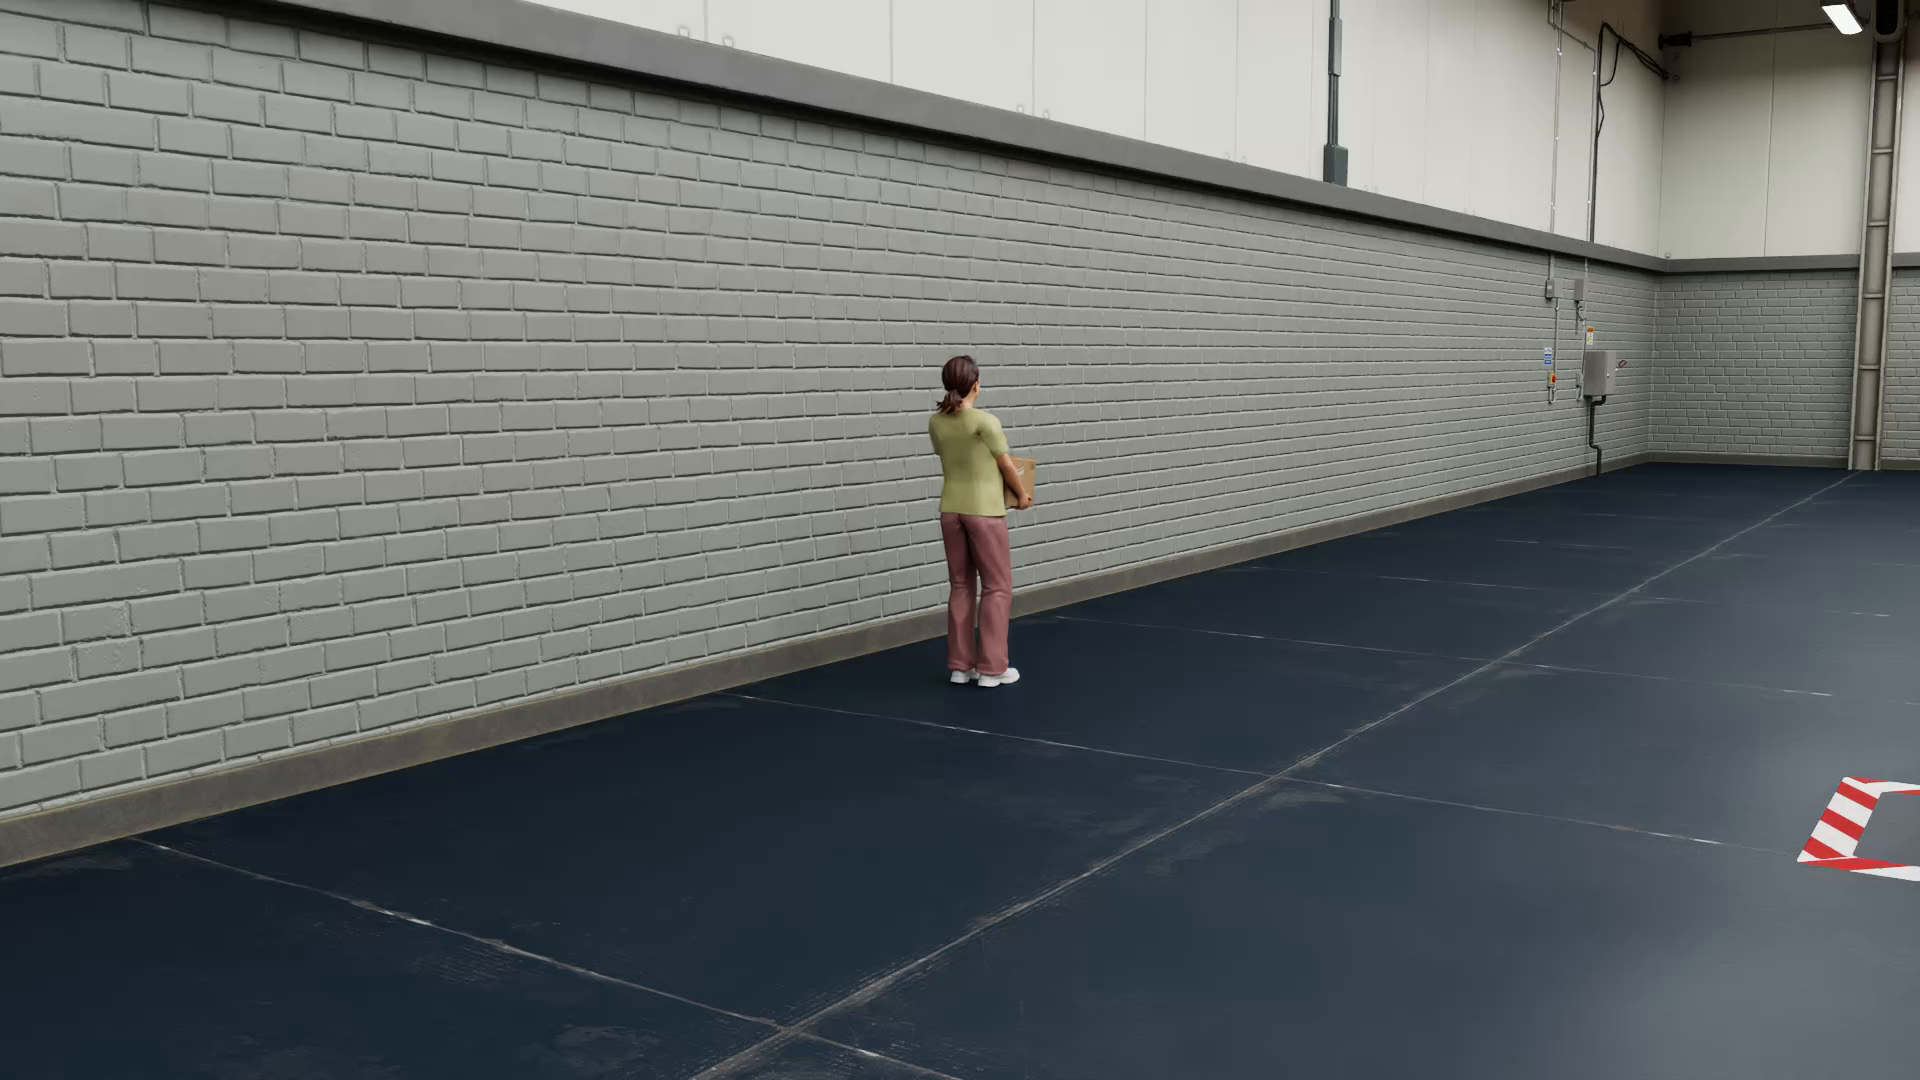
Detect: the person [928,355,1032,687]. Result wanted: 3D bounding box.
[{"bbox_3d":[0.093,-0.099,8.402,0.427,1.662,0.559,4,8,34],"label":"person"}]
